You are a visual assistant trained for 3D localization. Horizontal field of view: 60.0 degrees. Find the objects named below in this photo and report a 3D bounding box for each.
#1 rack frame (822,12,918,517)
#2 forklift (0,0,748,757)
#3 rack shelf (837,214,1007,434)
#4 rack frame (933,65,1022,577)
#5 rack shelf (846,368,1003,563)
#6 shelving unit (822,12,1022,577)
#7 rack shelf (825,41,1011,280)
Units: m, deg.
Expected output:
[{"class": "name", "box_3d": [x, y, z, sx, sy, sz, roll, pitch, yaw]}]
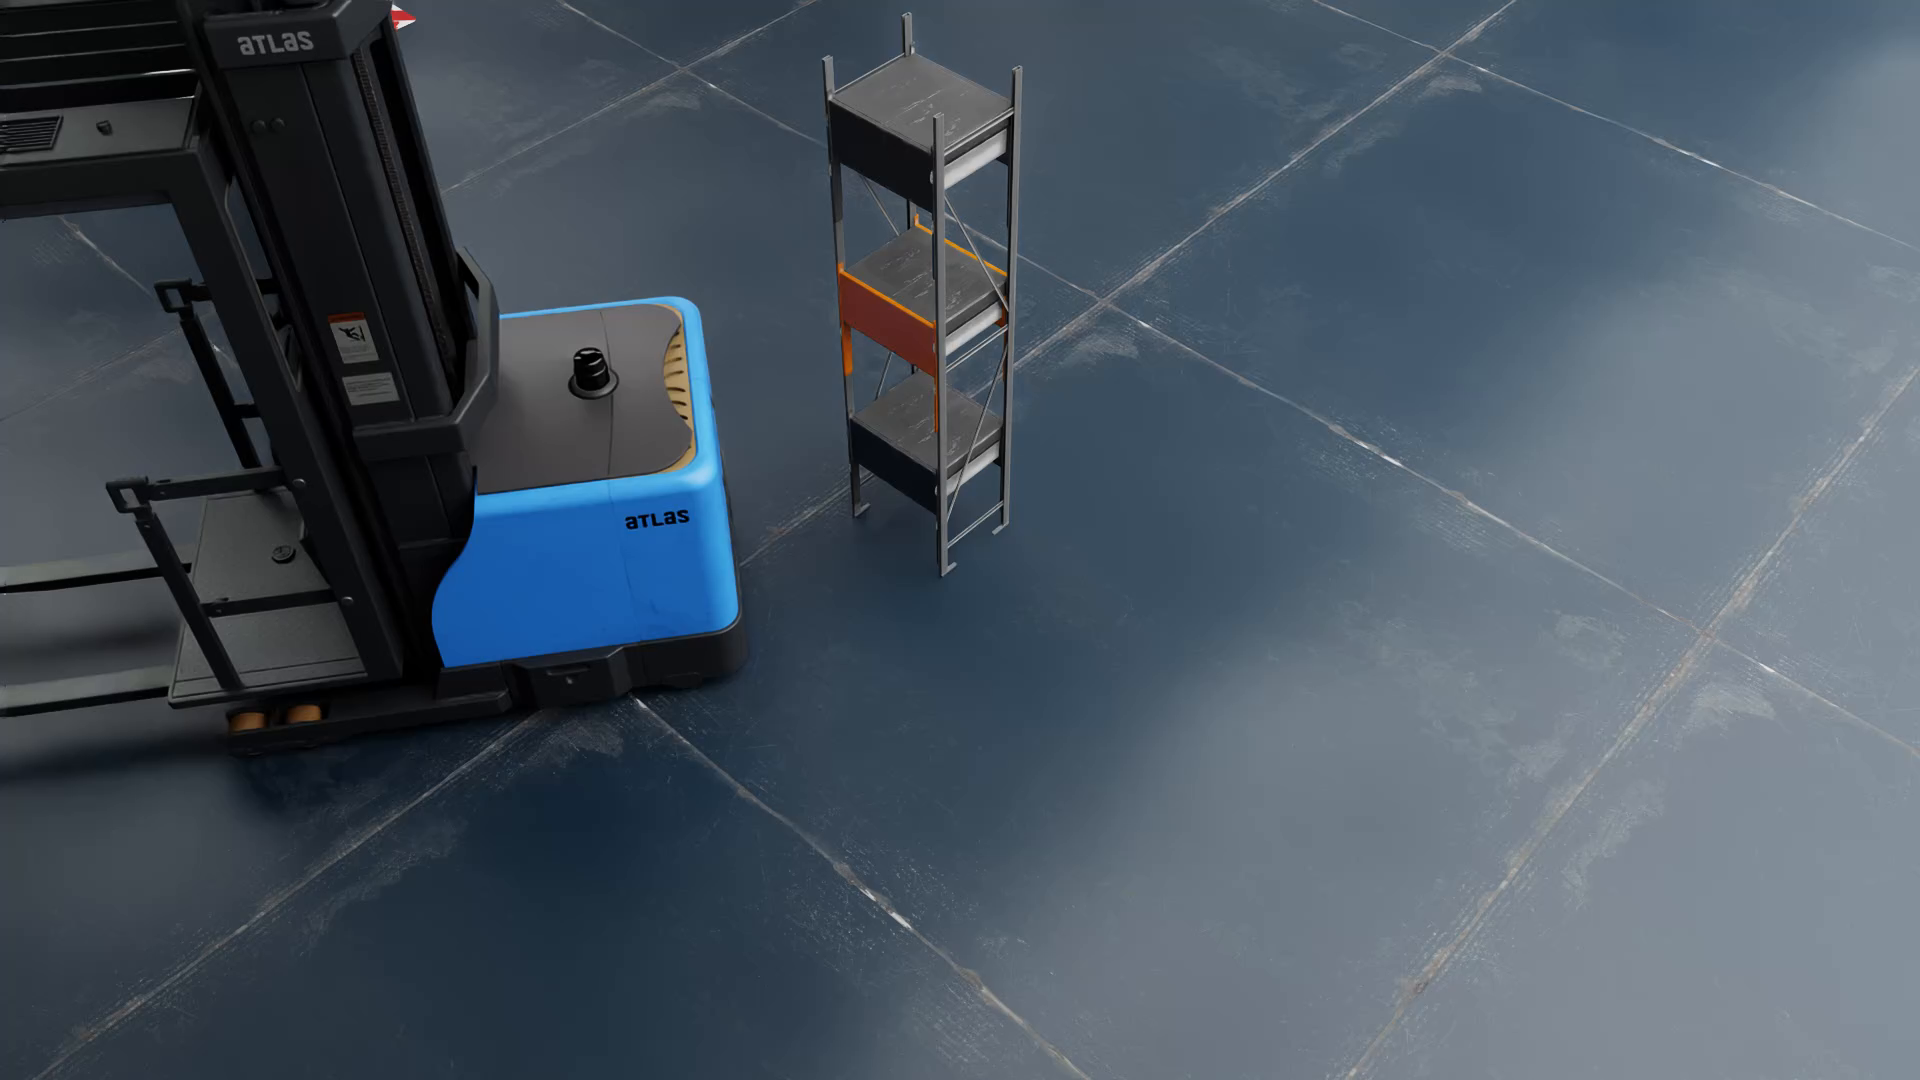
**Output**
[{"class": "rack frame", "box_3d": [-0.301, -0.921, 6.175, 0.015, 2.100, 0.400, 34, 55, 28]}, {"class": "forklift", "box_3d": [-2.363, -0.645, 5.345, 3.031, 2.935, 1.130, -7, 47, -7]}, {"class": "rack shelf", "box_3d": [-0.122, -0.791, 6.071, 0.480, 0.518, 0.431, 34, 55, 28]}, {"class": "rack frame", "box_3d": [0.058, -0.680, 5.948, 0.015, 2.100, 0.400, 34, 55, 28]}, {"class": "rack shelf", "box_3d": [-0.122, -0.312, 6.582, 0.480, 0.518, 0.431, 34, 55, 28]}, {"class": "shelving unit", "box_3d": [-0.122, -0.801, 6.061, 0.503, 2.100, 0.431, 34, 55, 28]}, {"class": "rack shelf", "box_3d": [-0.122, -1.270, 5.561, 0.480, 0.518, 0.431, 34, 55, 28]}]
